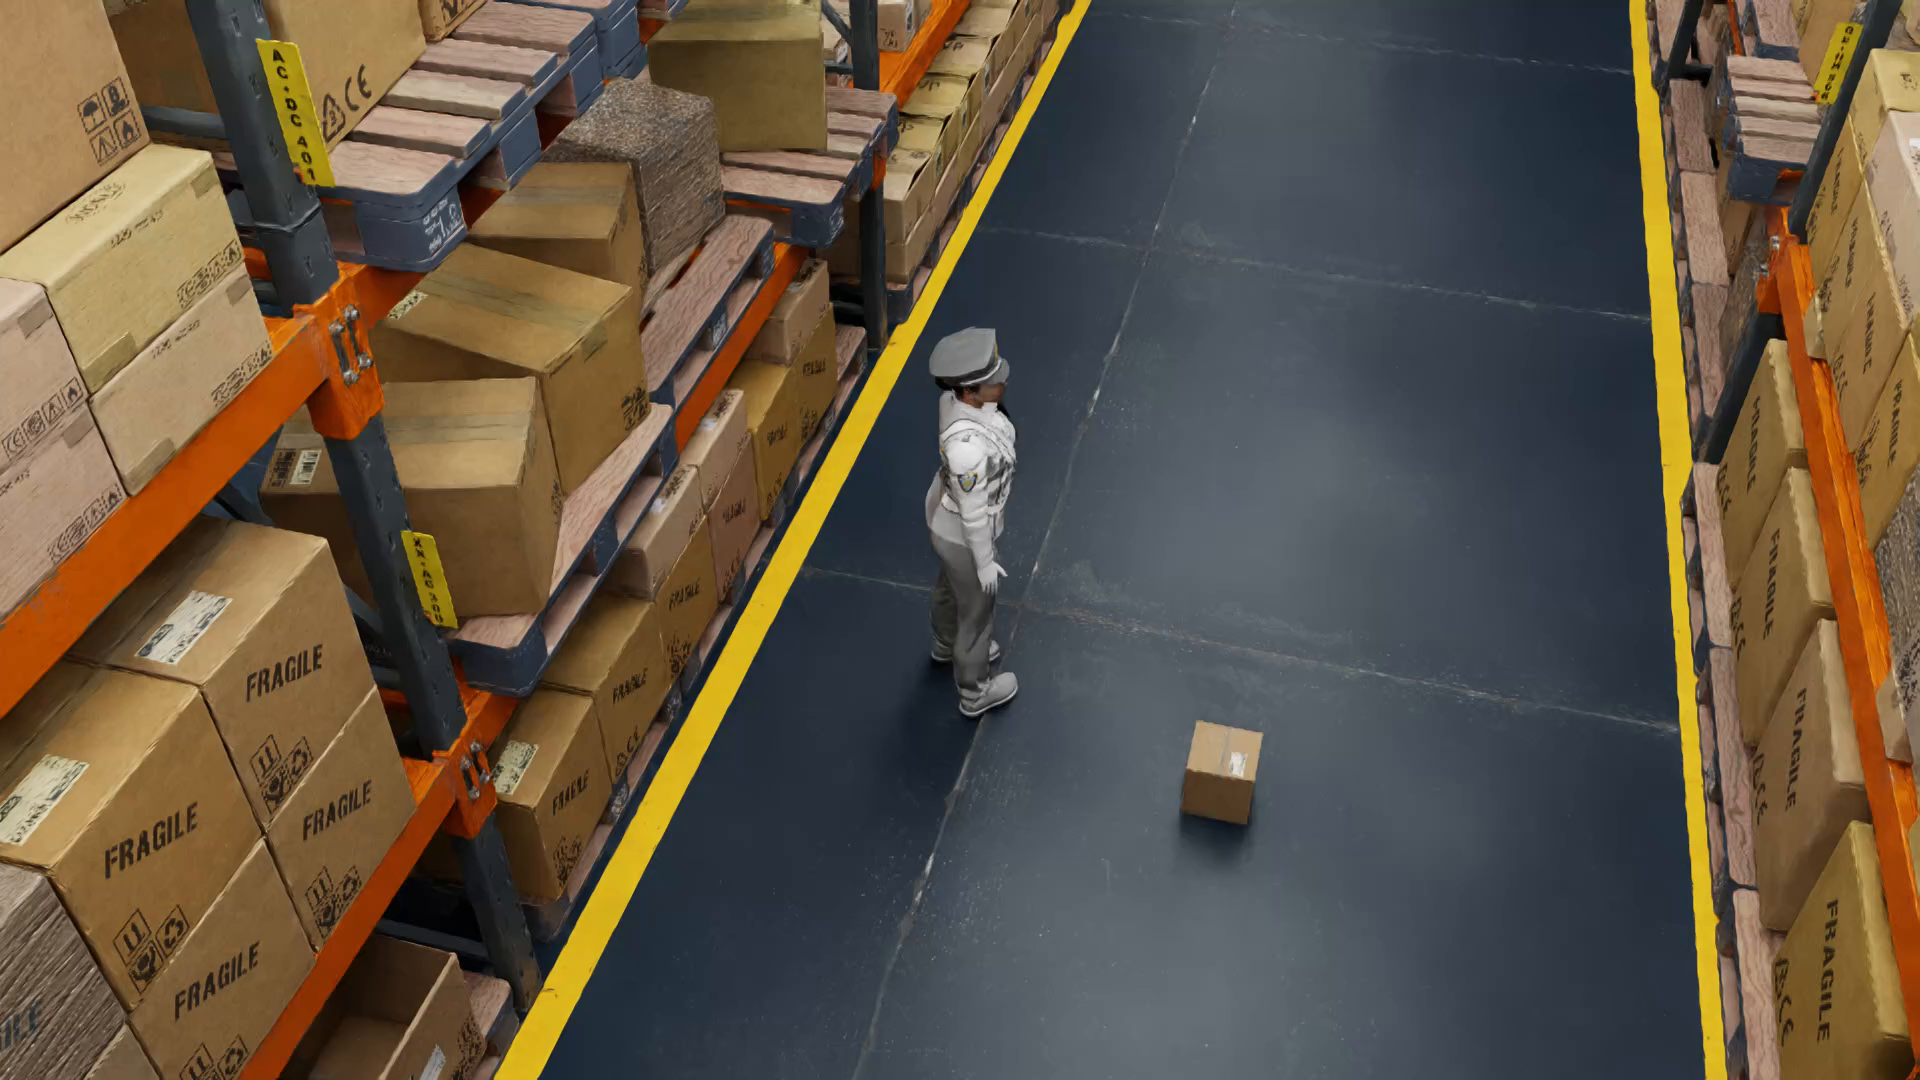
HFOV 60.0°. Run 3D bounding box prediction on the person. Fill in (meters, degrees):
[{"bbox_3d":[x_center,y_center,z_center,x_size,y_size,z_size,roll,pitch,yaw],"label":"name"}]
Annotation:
[{"bbox_3d":[0.052,-0.068,6.191,0.363,1.687,0.501,-1,41,-1],"label":"person"}]
